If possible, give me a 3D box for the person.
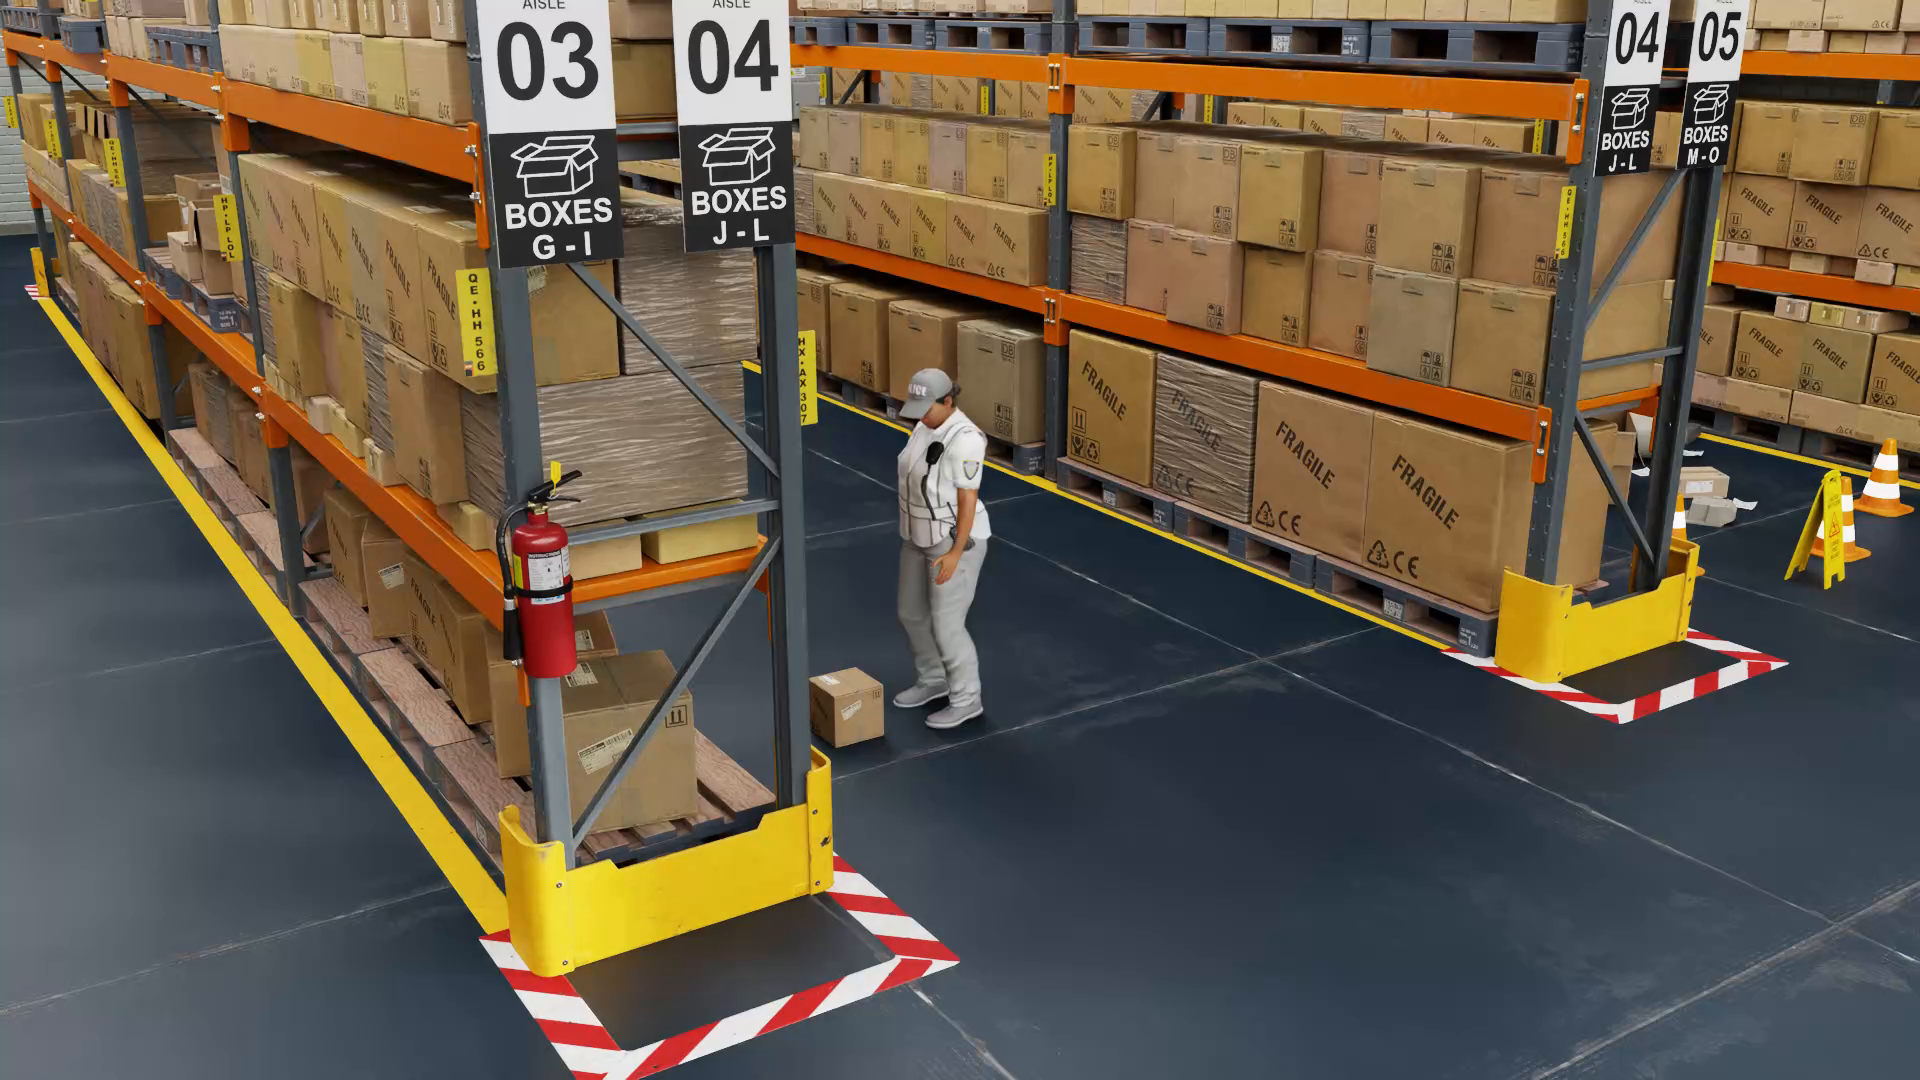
[{"bbox_3d":[-0.084,0.027,7.518,0.419,1.646,0.480,-11,21,-30],"label":"person"}]
